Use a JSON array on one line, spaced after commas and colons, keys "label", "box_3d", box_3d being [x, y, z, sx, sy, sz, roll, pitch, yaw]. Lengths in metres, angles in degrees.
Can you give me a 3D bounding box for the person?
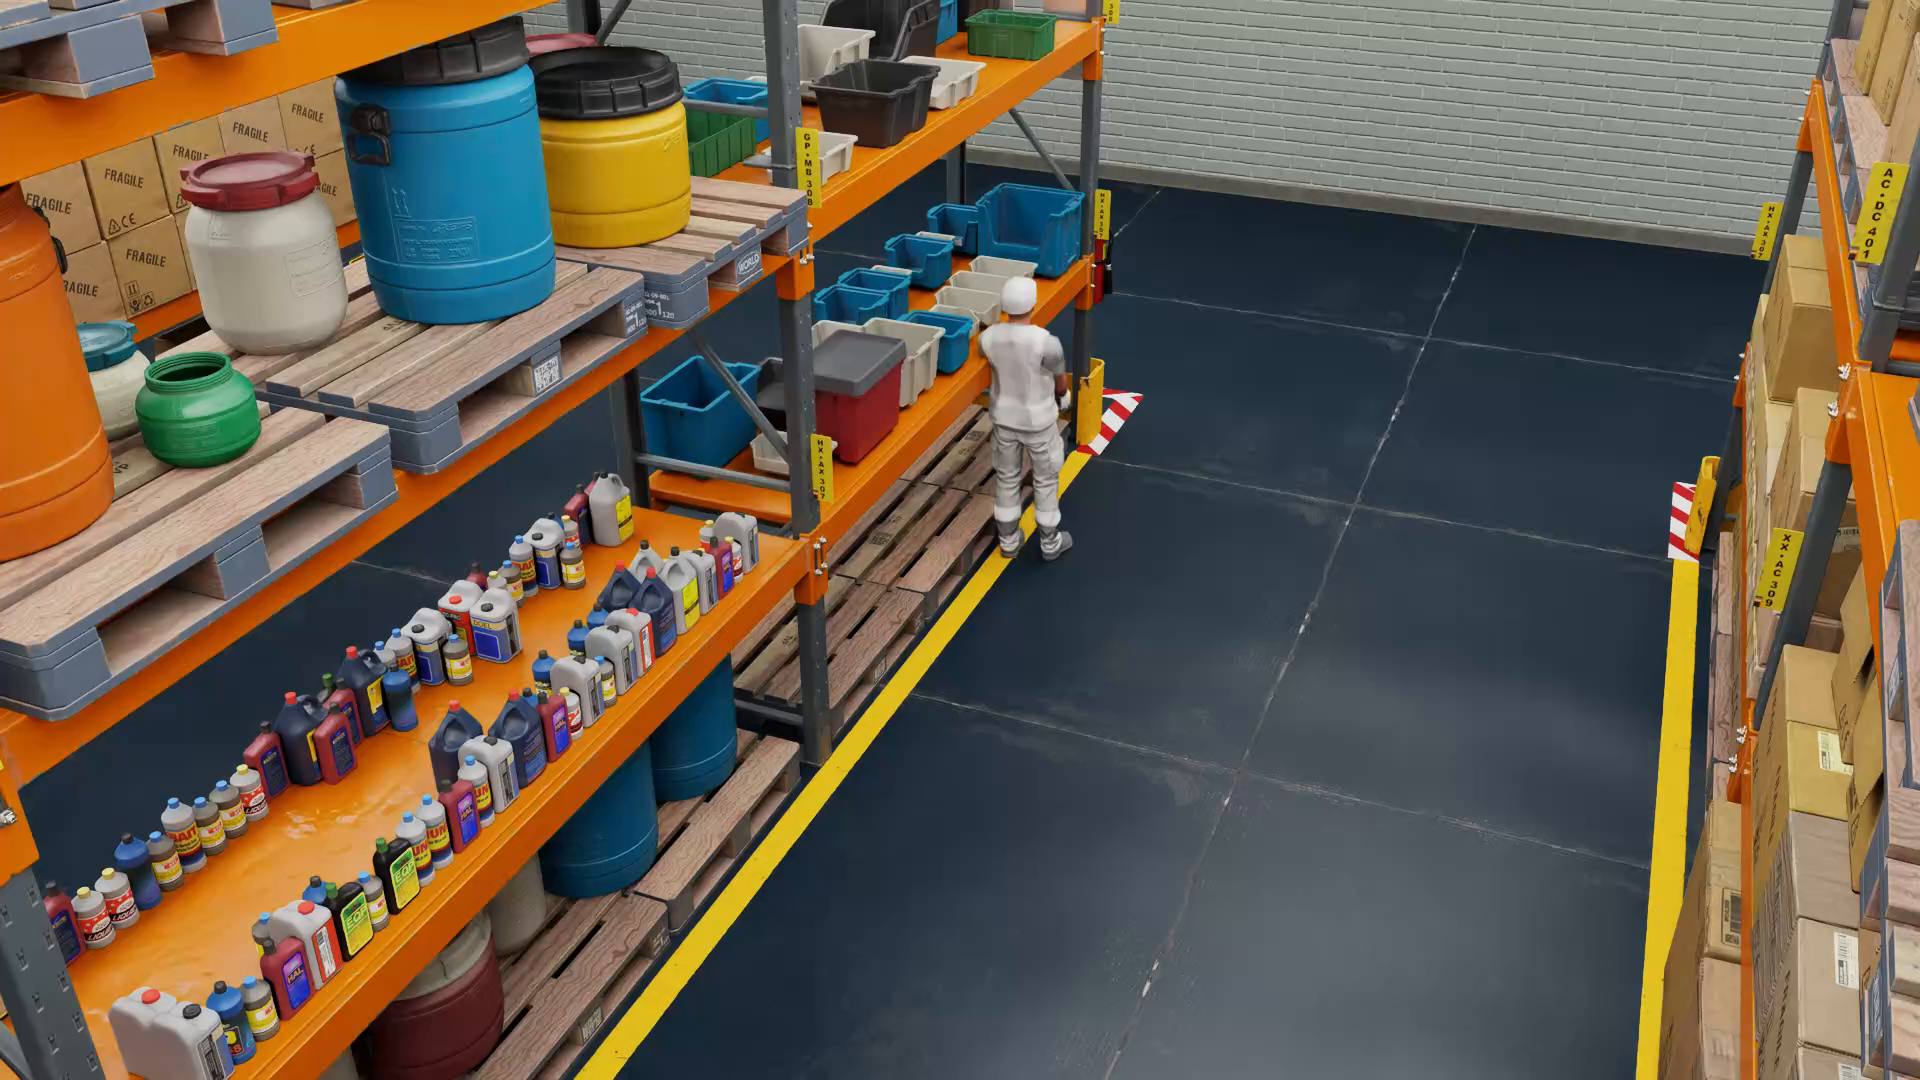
[{"label": "person", "box_3d": [0.395, -0.723, 9.657, 0.519, 1.793, 0.538, 11, 31, 19]}]
